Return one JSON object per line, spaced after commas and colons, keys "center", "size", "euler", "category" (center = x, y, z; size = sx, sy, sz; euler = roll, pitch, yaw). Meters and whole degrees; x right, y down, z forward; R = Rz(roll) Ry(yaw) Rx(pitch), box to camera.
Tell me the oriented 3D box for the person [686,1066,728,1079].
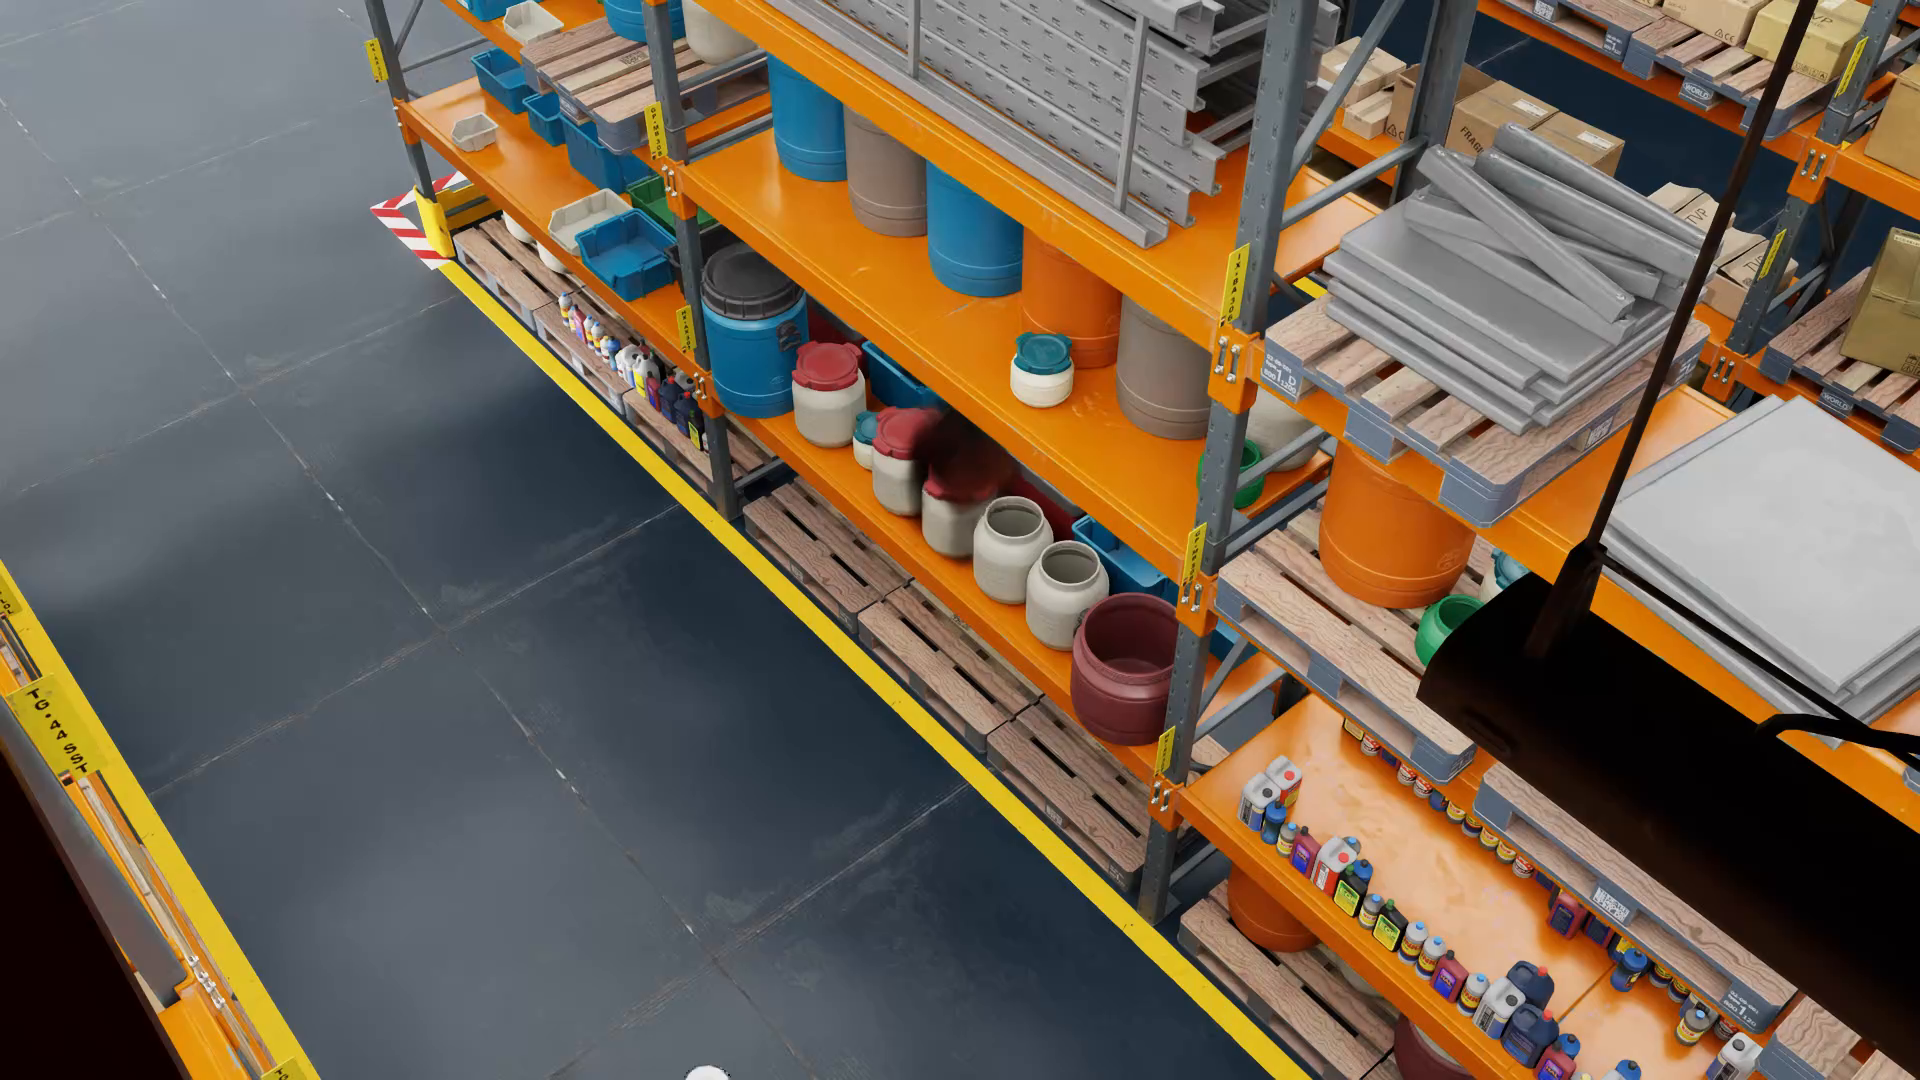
{"center": [-1.044, 2.684, 6.816], "size": [0.687, 1.727, 1.009], "euler": [-33, 55, -27], "category": "person"}
